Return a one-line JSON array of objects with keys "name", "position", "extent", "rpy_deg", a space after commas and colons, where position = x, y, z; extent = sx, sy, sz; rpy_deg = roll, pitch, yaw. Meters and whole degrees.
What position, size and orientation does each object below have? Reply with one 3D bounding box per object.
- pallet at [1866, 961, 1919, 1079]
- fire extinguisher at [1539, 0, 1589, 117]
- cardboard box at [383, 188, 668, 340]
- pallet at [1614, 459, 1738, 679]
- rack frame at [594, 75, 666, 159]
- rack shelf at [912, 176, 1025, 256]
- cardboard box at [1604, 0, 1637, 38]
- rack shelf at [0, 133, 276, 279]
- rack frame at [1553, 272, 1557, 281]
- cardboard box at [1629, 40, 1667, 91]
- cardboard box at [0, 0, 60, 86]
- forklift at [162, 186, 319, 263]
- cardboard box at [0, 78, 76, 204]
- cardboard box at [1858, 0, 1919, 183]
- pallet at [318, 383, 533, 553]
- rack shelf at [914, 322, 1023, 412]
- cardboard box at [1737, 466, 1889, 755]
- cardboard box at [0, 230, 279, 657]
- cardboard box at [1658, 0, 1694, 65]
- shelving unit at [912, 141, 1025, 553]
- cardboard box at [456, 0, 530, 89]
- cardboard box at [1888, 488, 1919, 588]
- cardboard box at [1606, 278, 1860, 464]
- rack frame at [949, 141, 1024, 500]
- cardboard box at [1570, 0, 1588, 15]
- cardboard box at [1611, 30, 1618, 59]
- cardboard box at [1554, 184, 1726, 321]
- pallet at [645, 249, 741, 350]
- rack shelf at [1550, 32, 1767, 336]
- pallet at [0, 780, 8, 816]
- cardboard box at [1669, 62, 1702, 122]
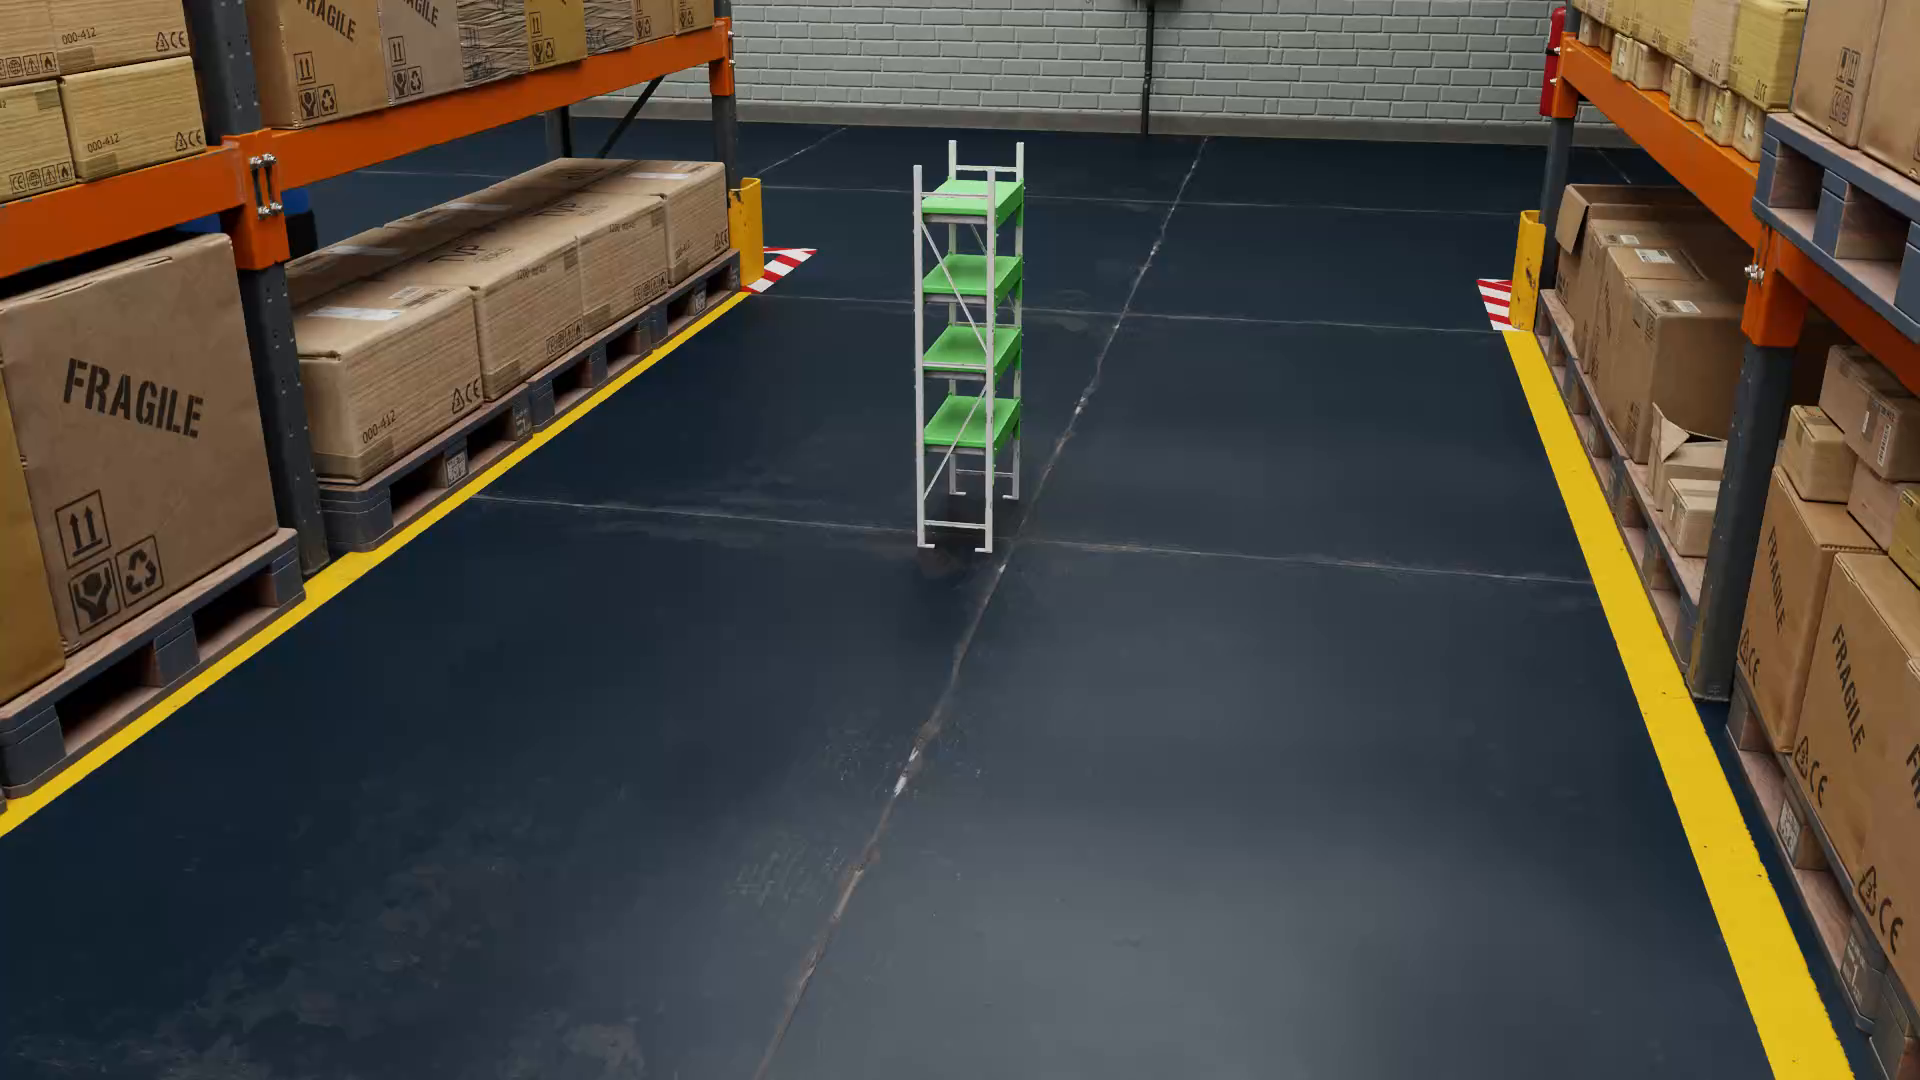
[{"name": "pallet", "position": [2.027, 1.085, 2.377], "extent": [1.003, 0.211, 1.213], "rpy_deg": [4, 22, 11]}, {"name": "fire extinguisher", "position": [2.796, -2.299, 7.650], "extent": [0.296, 0.674, 0.183], "rpy_deg": [4, 22, 11]}, {"name": "cardboard box", "position": [-1.857, -1.218, 7.230], "extent": [0.875, 0.438, 0.875], "rpy_deg": [5, 22, 12]}, {"name": "pallet", "position": [2.543, 0.086, 4.857], "extent": [1.003, 0.211, 1.213], "rpy_deg": [4, 22, 11]}, {"name": "rack frame", "position": [-1.638, -2.796, 8.281], "extent": [0.949, 2.616, 0.053], "rpy_deg": [4, 22, 11]}, {"name": "rack shelf", "position": [0.034, -1.003, 5.124], "extent": [0.258, 0.148, 0.480], "rpy_deg": [4, 22, 11]}, {"name": "cardboard box", "position": [2.659, -1.972, 6.038], "extent": [0.500, 0.250, 0.500], "rpy_deg": [4, 22, 10]}, {"name": "rack shelf", "position": [-2.866, -0.268, 2.967], "extent": [1.077, 0.370, 4.000], "rpy_deg": [4, 22, 11]}, {"name": "rack frame", "position": [3.215, -2.419, 7.346], "extent": [0.949, 2.616, 0.053], "rpy_deg": [4, 22, 11]}, {"name": "cardboard box", "position": [2.538, -1.638, 5.742], "extent": [0.380, 0.149, 0.250], "rpy_deg": [5, 22, 12]}, {"name": "cardboard box", "position": [-2.404, -1.132, 3.682], "extent": [0.500, 0.250, 0.500], "rpy_deg": [5, 22, 12]}, {"name": "forklift", "position": [-4.388, -2.380, 7.340], "extent": [1.130, 2.935, 3.031], "rpy_deg": [6, 23, 16]}, {"name": "cardboard box", "position": [-2.407, -0.894, 3.760], "extent": [0.500, 0.250, 0.500], "rpy_deg": [4, 22, 10]}, {"name": "cardboard box", "position": [1.979, -0.848, 2.748], "extent": [0.700, 0.500, 0.500], "rpy_deg": [5, 22, 12]}, {"name": "pallet", "position": [-2.226, -0.312, 5.846], "extent": [1.003, 0.211, 1.213], "rpy_deg": [4, 22, 11]}, {"name": "rack shelf", "position": [0.034, -0.558, 5.304], "extent": [0.258, 0.148, 0.480], "rpy_deg": [4, 22, 11]}, {"name": "cardboard box", "position": [2.083, 0.168, 3.705], "extent": [0.500, 0.500, 0.500], "rpy_deg": [5, 23, 13]}, {"name": "cardboard box", "position": [-2.506, -0.310, 4.389], "extent": [0.875, 0.875, 0.875], "rpy_deg": [5, 23, 13]}, {"name": "cardboard box", "position": [2.470, -1.595, 5.102], "extent": [0.500, 0.250, 0.500], "rpy_deg": [4, 22, 11]}, {"name": "shelving unit", "position": [0.034, -0.617, 5.280], "extent": [0.258, 1.200, 0.503], "rpy_deg": [4, 22, 11]}, {"name": "cardboard box", "position": [-1.891, -1.896, 5.913], "extent": [0.500, 0.500, 0.500], "rpy_deg": [5, 22, 11]}, {"name": "cardboard box", "position": [2.047, 0.020, 3.203], "extent": [0.380, 0.149, 0.250], "rpy_deg": [3, 22, 8]}, {"name": "cardboard box", "position": [2.577, -0.549, 5.485], "extent": [0.700, 0.500, 0.500], "rpy_deg": [4, 22, 9]}, {"name": "rack frame", "position": [0.084, -0.706, 5.501], "extent": [0.240, 1.200, 0.015], "rpy_deg": [4, 22, 11]}, {"name": "cardboard box", "position": [2.862, -2.342, 6.956], "extent": [0.500, 0.250, 0.500], "rpy_deg": [5, 22, 11]}, {"name": "cardboard box", "position": [2.745, -1.920, 6.443], "extent": [0.380, 0.149, 0.250], "rpy_deg": [5, 23, 13]}, {"name": "cardboard box", "position": [3.001, -1.239, 7.195], "extent": [0.797, 0.503, 0.637], "rpy_deg": [4, 22, 9]}, {"name": "pallet", "position": [-1.728, -1.204, 8.061], "extent": [1.003, 0.211, 1.213], "rpy_deg": [4, 22, 11]}, {"name": "rack shelf", "position": [2.810, -1.354, 5.663], "extent": [1.077, 0.370, 4.000], "rpy_deg": [4, 22, 11]}, {"name": "pallet", "position": [-2.788, 0.696, 3.344], "extent": [1.003, 0.211, 1.213], "rpy_deg": [4, 22, 11]}, {"name": "cardboard box", "position": [2.386, -1.359, 5.048], "extent": [0.380, 0.149, 0.250], "rpy_deg": [4, 22, 10]}]
